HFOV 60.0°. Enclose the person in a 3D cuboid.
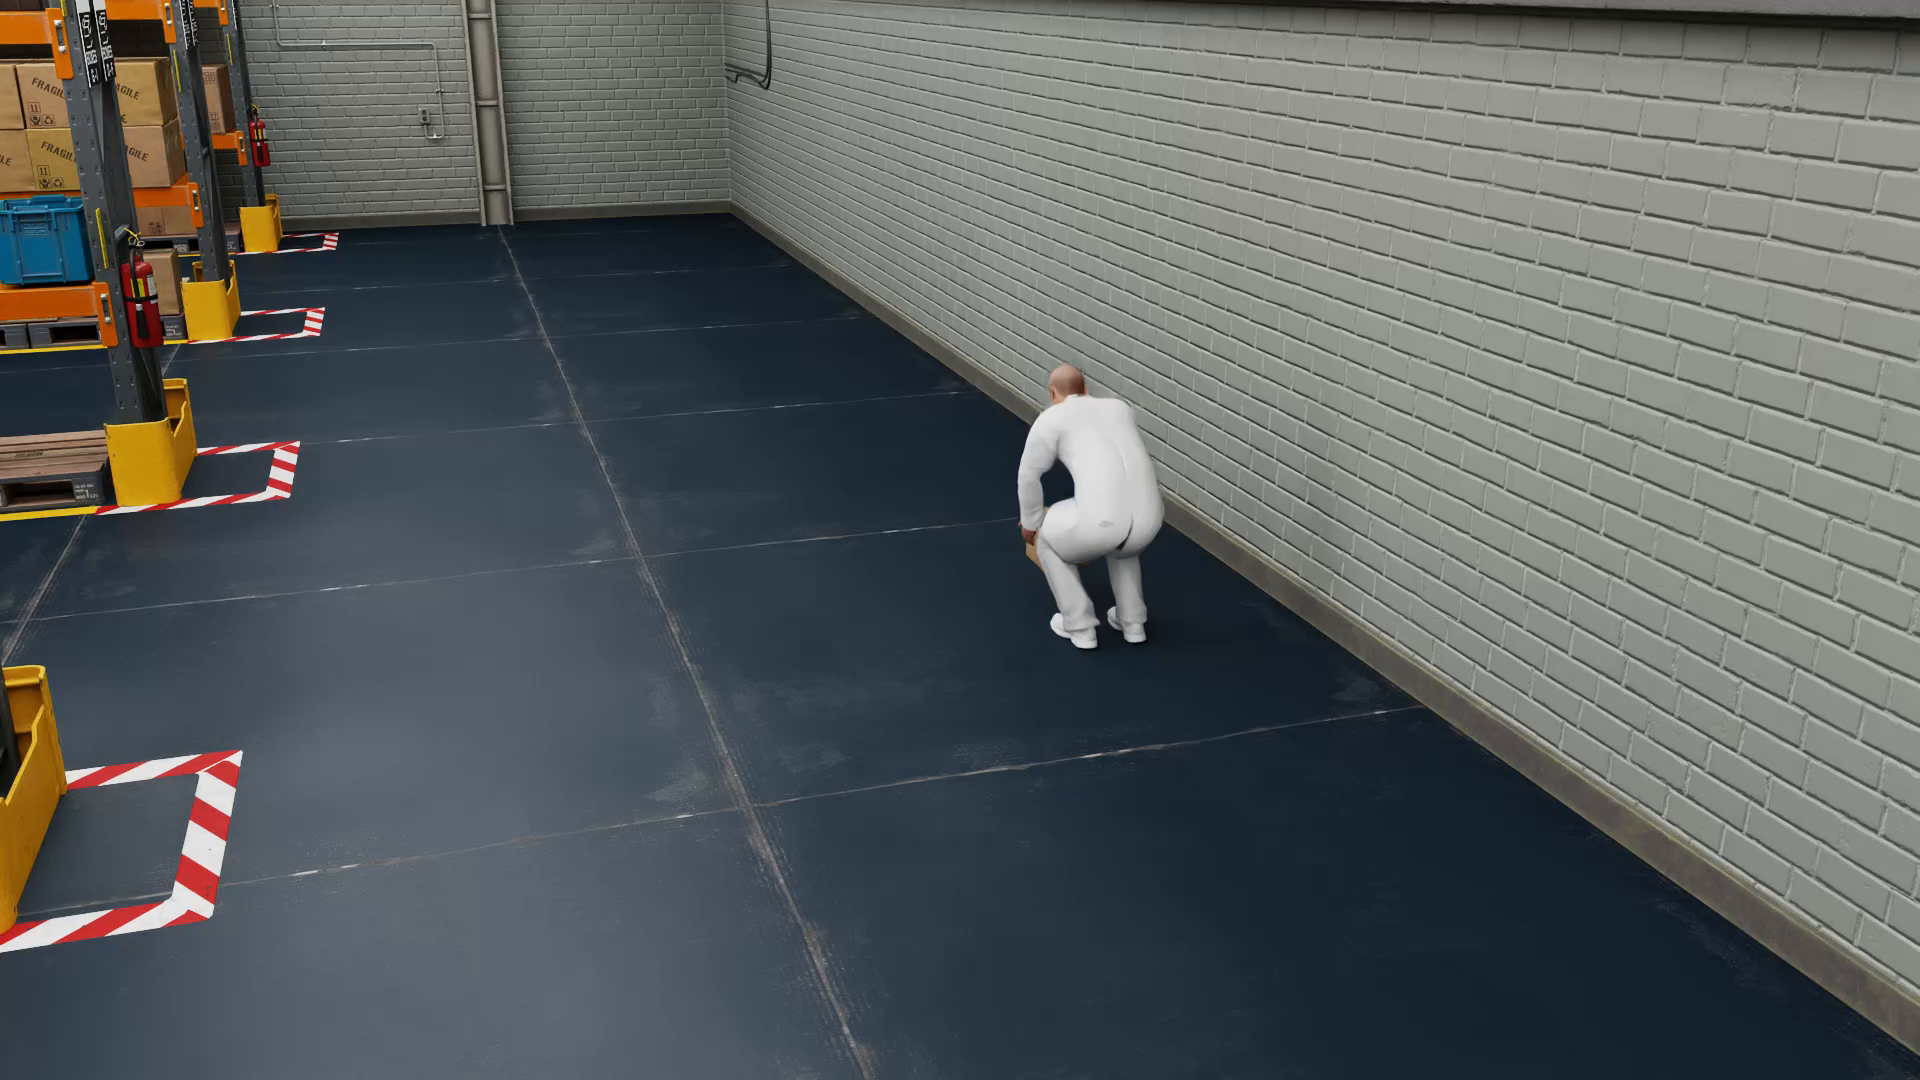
[{"bbox_3d":[0.622,-0.145,7.852,0.632,1.235,0.797,-6,20,-17],"label":"person"}]
